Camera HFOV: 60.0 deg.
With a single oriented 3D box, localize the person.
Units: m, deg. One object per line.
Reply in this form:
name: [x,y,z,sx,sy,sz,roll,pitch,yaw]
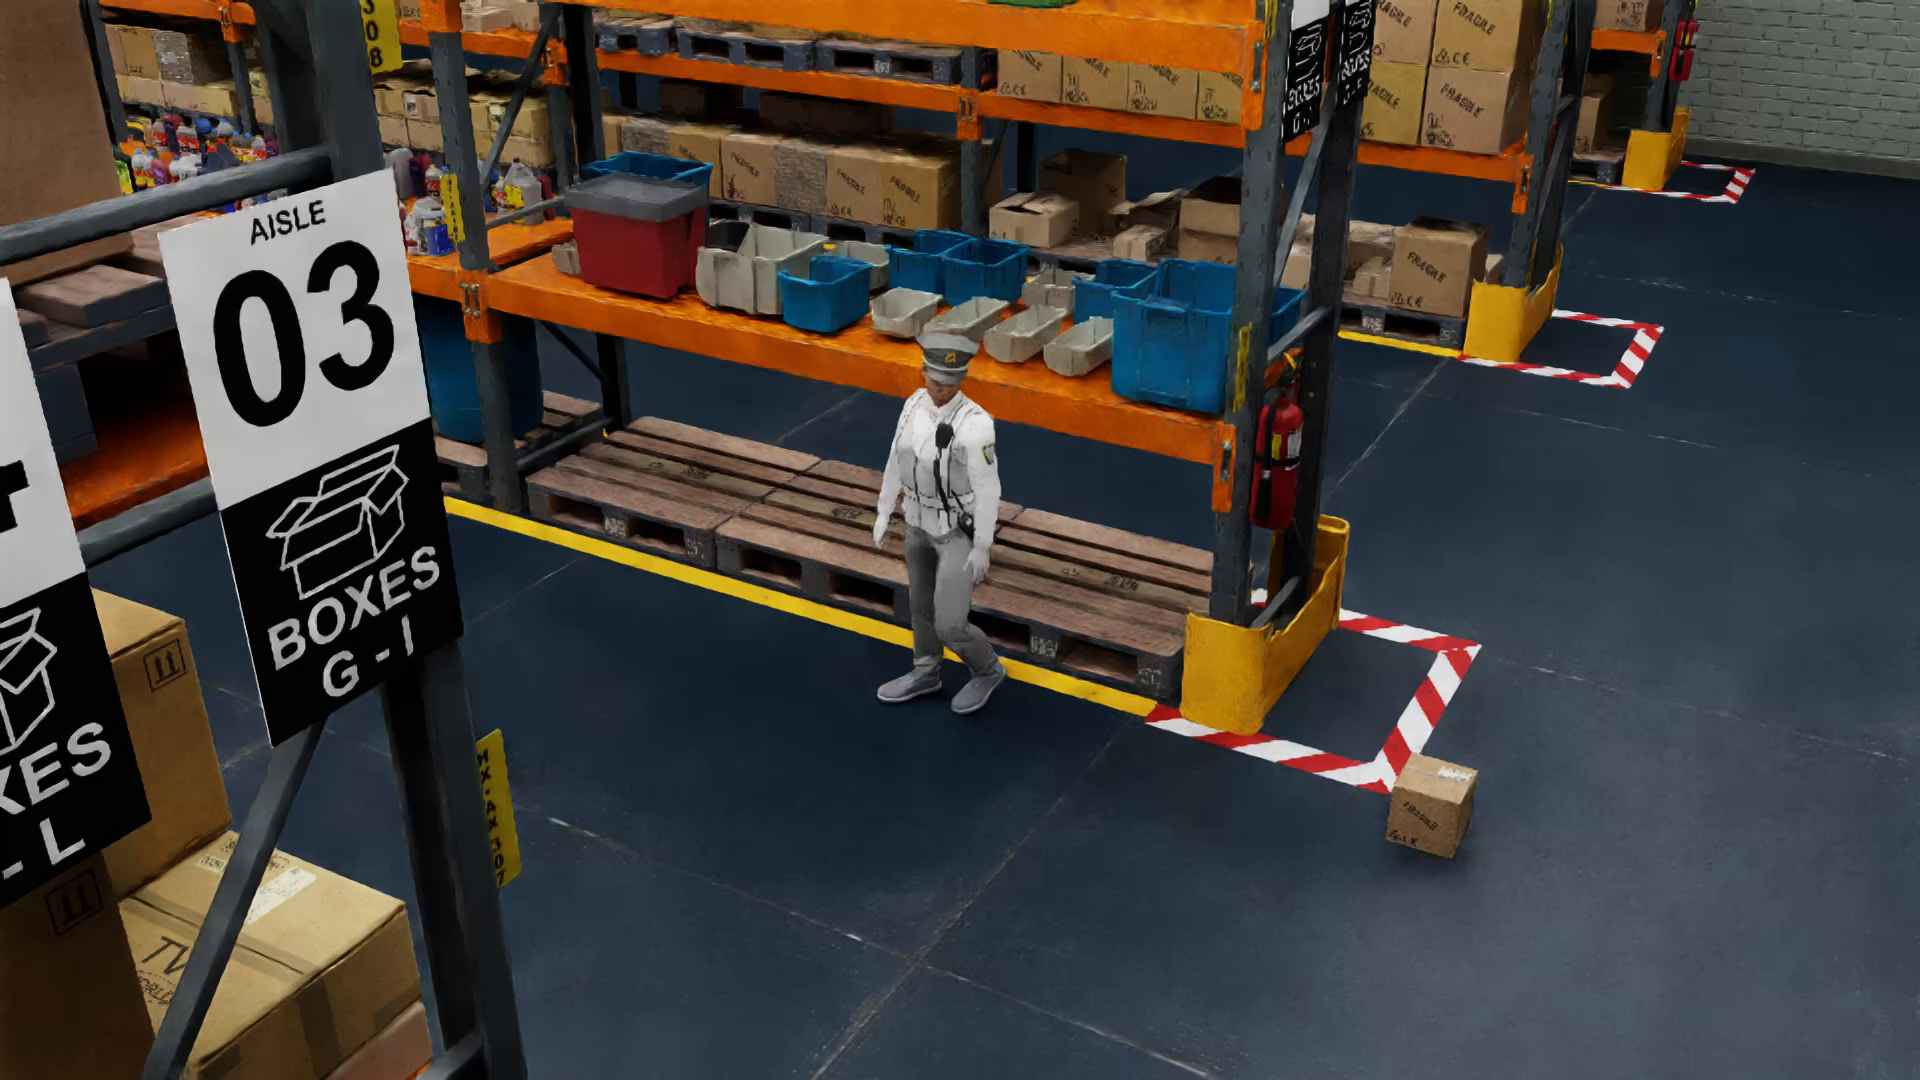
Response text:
person: [-0.059,-0.049,6.672,0.408,1.667,0.553,-21,33,-35]
